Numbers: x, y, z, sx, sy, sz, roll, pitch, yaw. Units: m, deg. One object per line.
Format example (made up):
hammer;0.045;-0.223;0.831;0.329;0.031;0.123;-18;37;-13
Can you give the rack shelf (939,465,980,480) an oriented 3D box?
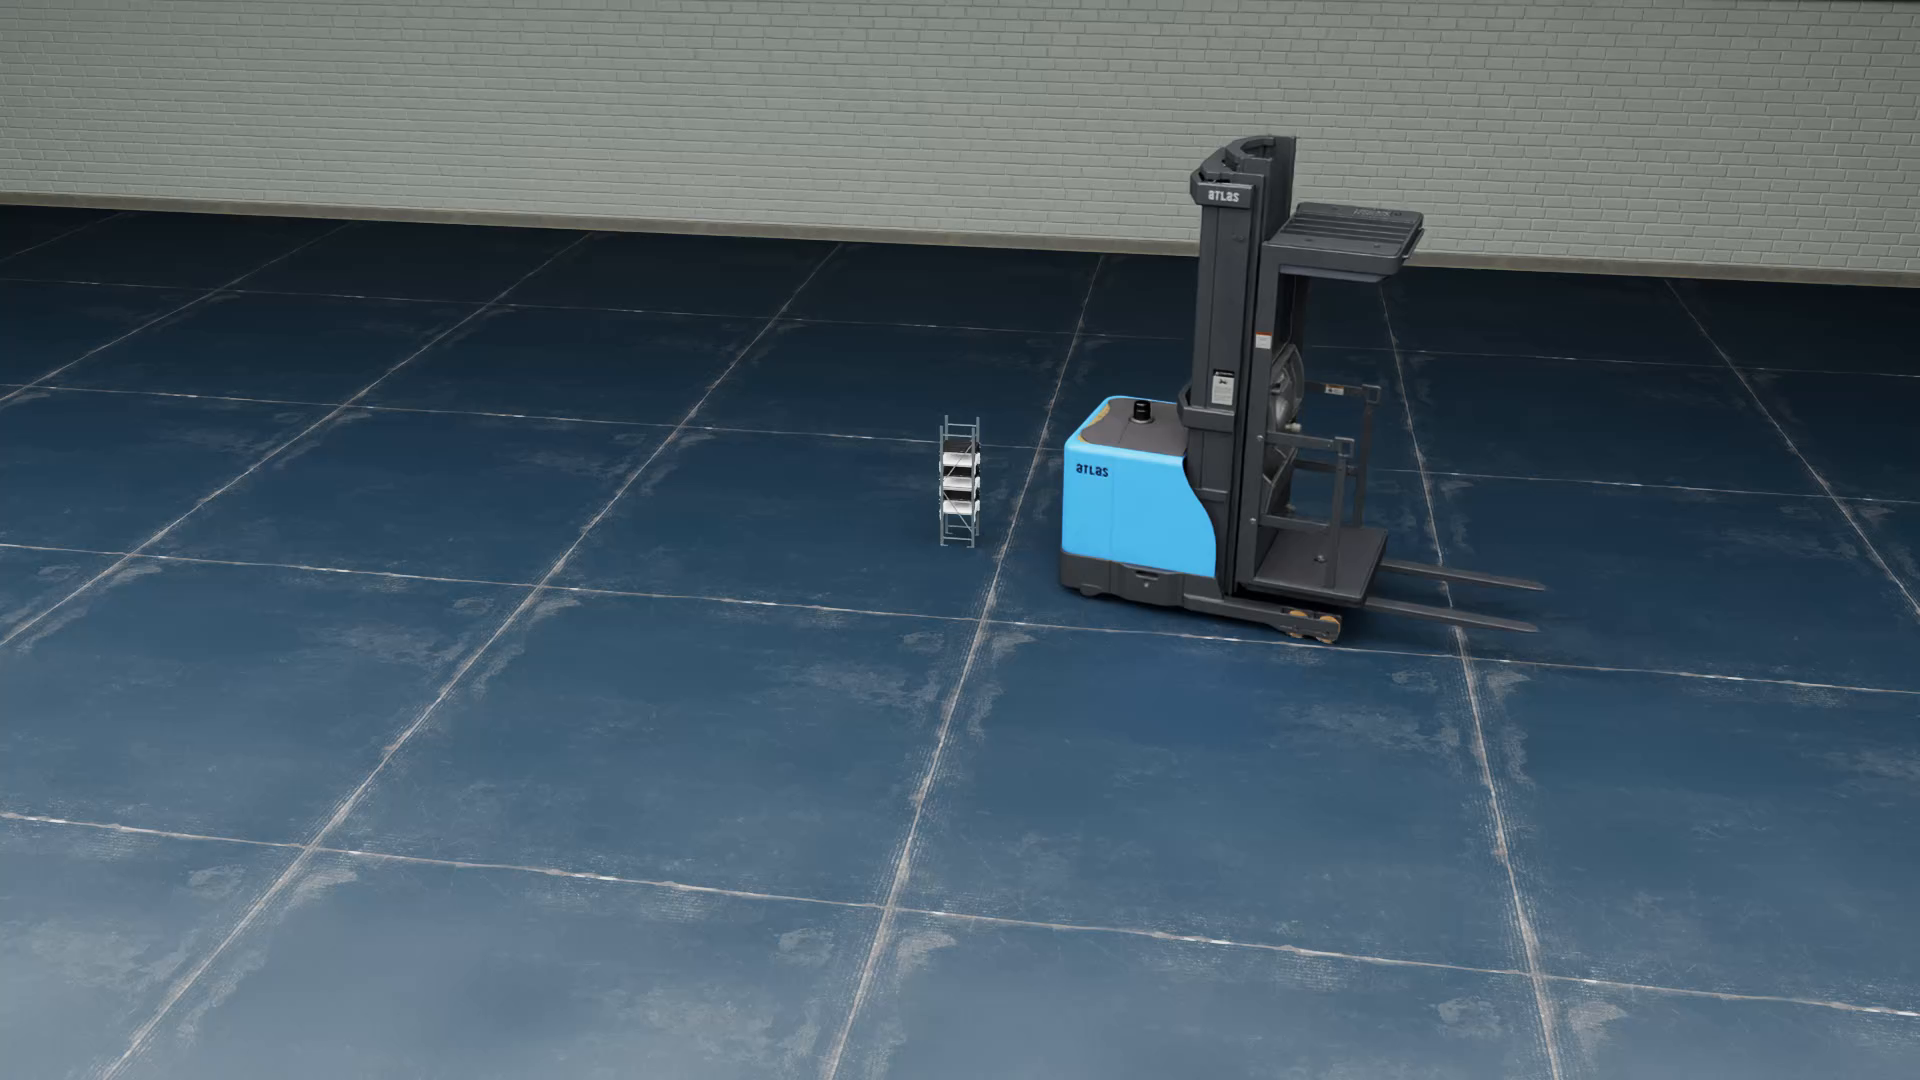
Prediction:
rack shelf;-0.001;-0.455;11.572;0.258;0.077;0.200;4;25;9

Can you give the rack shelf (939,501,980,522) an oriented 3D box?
rack shelf;-0.001;-0.211;11.687;0.258;0.077;0.200;4;25;9

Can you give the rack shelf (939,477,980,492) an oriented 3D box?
rack shelf;-0.001;-0.374;11.610;0.258;0.077;0.200;4;25;9

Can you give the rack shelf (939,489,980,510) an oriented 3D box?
rack shelf;-0.001;-0.292;11.648;0.258;0.077;0.200;4;25;9

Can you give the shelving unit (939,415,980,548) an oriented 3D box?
shelving unit;-0.001;-0.404;11.596;0.258;0.900;0.210;4;25;9

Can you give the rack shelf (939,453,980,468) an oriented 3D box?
rack shelf;-0.001;-0.537;11.534;0.258;0.077;0.200;4;25;9

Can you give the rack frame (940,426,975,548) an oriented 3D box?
rack frame;-0.018;-0.362;11.505;0.240;0.900;0.006;4;25;9

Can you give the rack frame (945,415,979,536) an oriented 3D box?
rack frame;0.015;-0.447;11.687;0.240;0.900;0.006;4;25;9

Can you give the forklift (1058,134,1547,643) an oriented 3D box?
forklift;2.224;-0.939;10.342;3.031;2.935;1.130;10;27;20

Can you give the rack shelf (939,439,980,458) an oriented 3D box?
rack shelf;-0.001;-0.619;11.496;0.258;0.077;0.200;4;25;9
